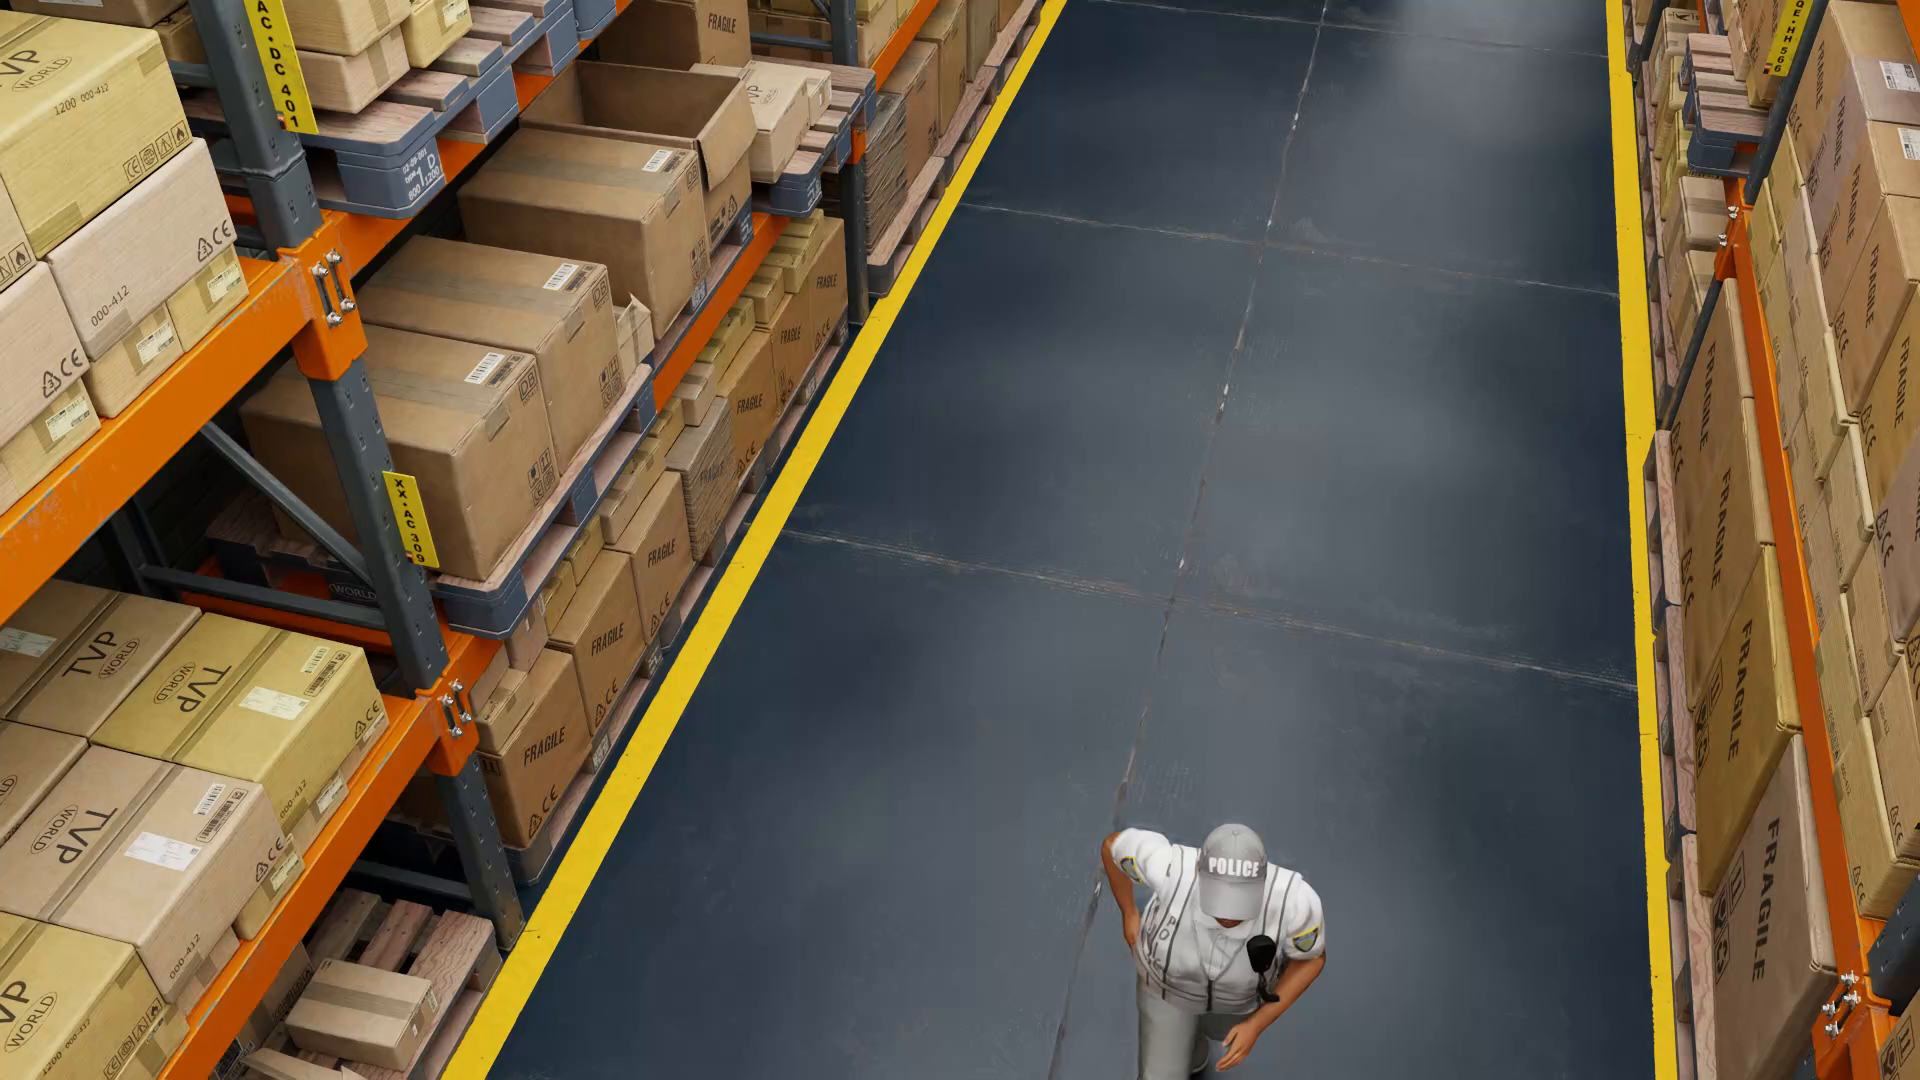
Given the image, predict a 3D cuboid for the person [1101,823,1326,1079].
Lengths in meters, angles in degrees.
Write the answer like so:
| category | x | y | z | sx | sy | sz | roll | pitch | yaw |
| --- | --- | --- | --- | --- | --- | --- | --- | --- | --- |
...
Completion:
| category | x | y | z | sx | sy | sz | roll | pitch | yaw |
| --- | --- | --- | --- | --- | --- | --- | --- | --- | --- |
| person | 0.698 | 1.213 | 4.818 | 0.622 | 1.576 | 0.775 | 3 | 41 | 3 |
